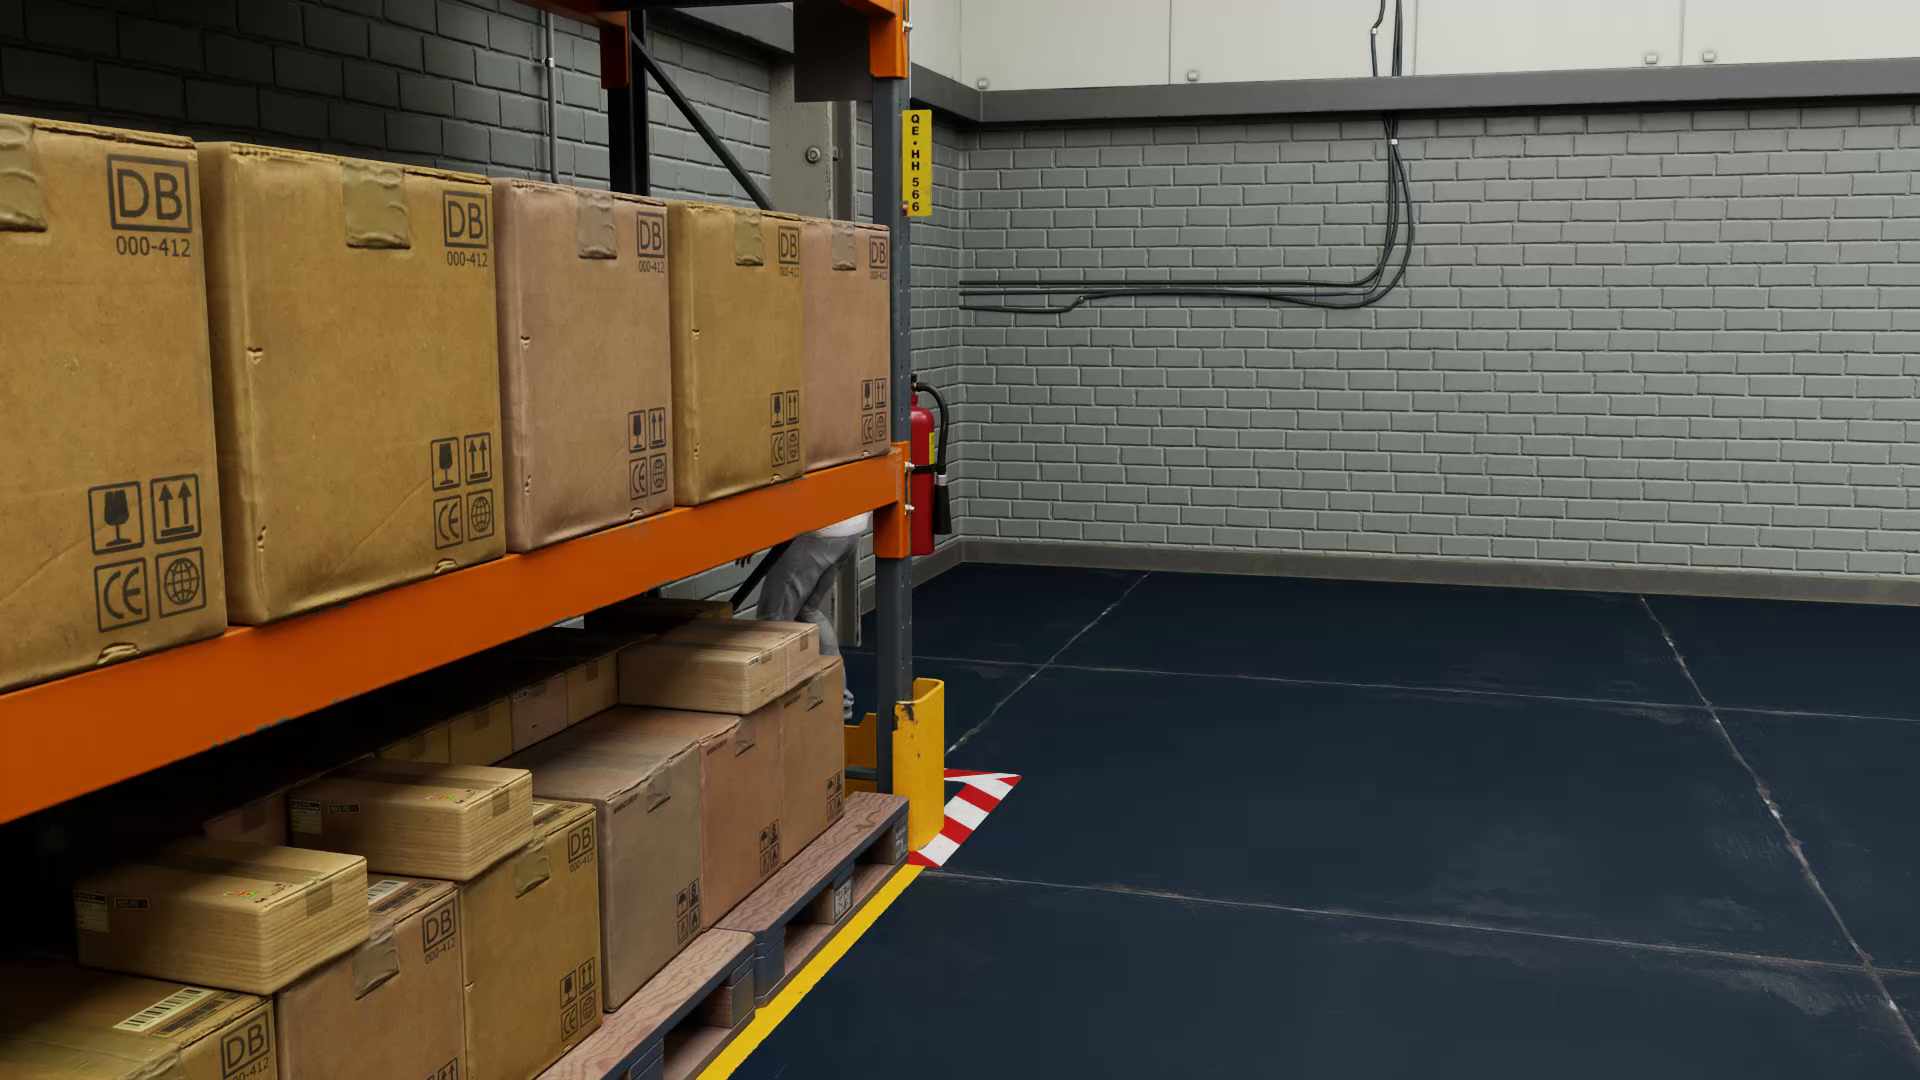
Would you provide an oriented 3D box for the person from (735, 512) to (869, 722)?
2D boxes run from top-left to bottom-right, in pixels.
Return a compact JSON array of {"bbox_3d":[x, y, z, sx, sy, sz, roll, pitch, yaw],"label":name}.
[{"bbox_3d":[-0.663,-0.046,6.866,0.511,1.681,0.602,3,9,18],"label":"person"}]
